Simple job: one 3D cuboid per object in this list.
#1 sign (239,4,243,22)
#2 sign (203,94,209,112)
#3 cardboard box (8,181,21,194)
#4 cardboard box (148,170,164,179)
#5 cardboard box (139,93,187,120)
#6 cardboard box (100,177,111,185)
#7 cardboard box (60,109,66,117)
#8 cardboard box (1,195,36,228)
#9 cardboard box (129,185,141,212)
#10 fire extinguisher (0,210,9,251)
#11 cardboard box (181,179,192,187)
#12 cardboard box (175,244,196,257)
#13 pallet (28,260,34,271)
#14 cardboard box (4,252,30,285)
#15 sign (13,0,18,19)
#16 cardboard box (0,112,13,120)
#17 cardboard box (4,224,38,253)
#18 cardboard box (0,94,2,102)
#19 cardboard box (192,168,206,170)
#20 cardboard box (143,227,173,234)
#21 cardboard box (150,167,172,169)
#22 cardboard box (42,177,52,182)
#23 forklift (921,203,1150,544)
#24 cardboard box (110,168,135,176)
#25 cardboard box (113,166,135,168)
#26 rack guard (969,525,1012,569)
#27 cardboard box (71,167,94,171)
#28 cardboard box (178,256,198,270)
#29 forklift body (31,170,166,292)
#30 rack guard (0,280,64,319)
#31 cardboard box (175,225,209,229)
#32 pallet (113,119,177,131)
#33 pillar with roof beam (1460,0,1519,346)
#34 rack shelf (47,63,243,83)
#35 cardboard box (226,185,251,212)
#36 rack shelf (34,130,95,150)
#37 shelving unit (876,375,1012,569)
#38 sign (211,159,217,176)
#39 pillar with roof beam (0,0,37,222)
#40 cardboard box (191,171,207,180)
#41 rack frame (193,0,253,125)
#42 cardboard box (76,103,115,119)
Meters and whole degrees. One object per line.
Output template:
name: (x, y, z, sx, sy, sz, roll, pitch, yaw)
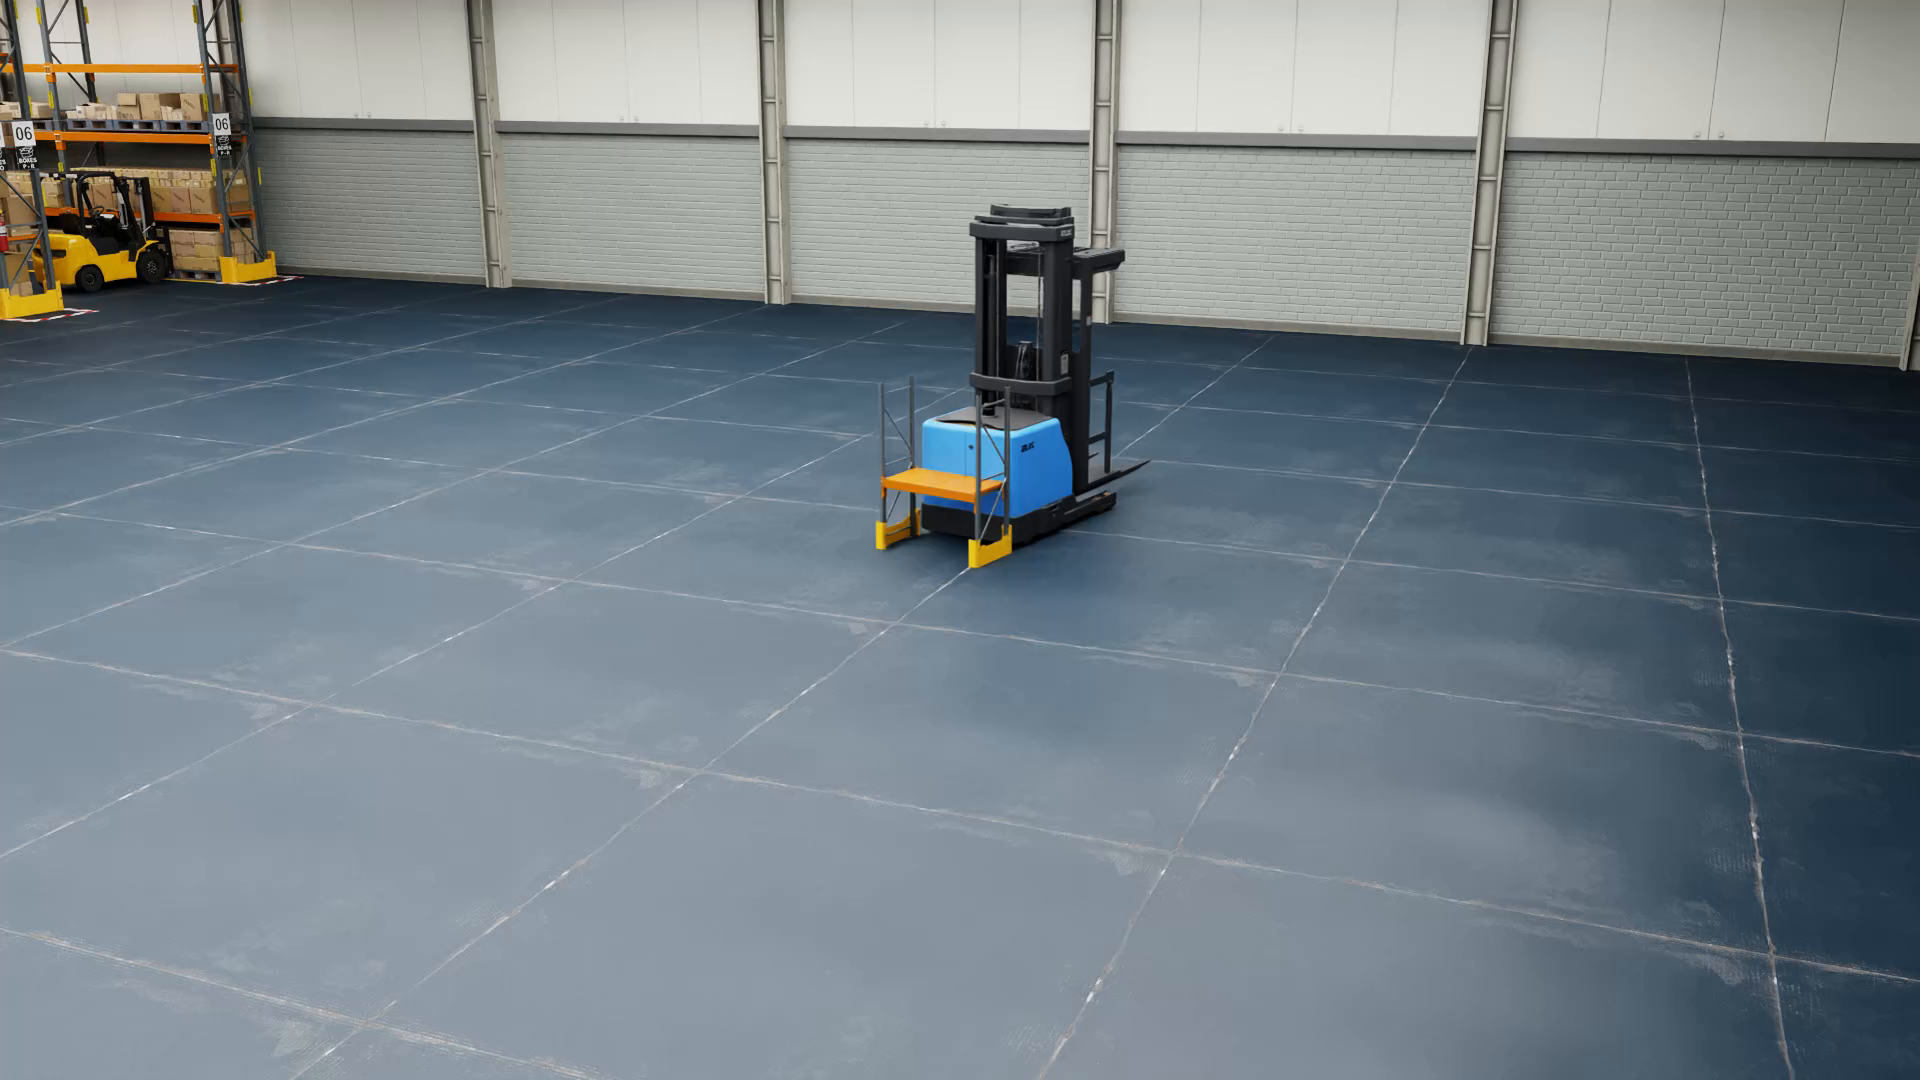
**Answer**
sign: (-13.890, -10.159, 32.068, 0.005, 0.325, 0.100, 6, 17, 21)
sign: (-14.312, -8.299, 31.553, 0.005, 0.325, 0.100, 6, 17, 21)
cardboard box: (-19.326, -7.276, 34.229, 0.500, 0.250, 0.500, 7, 17, 22)
cardboard box: (-15.734, -7.199, 32.716, 0.250, 0.149, 0.380, 7, 17, 22)
cardboard box: (-15.517, -8.461, 32.447, 0.500, 0.500, 0.700, 6, 17, 21)
cardboard box: (-16.924, -7.188, 33.211, 0.250, 0.149, 0.380, 7, 17, 22)
cardboard box: (-18.538, -8.727, 33.992, 0.250, 0.149, 0.380, 6, 17, 21)
cardboard box: (-16.256, -5.634, 28.487, 0.500, 0.500, 0.500, 6, 17, 20)
cardboard box: (-16.082, -6.797, 33.027, 0.500, 0.500, 0.500, 6, 17, 21)
fire extinguisher: (-15.980, -5.154, 27.686, 0.183, 0.674, 0.296, 6, 17, 21)
cardboard box: (-14.993, -6.994, 32.541, 0.250, 0.149, 0.380, 7, 17, 22)
cardboard box: (-15.130, -5.754, 32.897, 0.500, 0.250, 0.500, 6, 17, 20)
pallet: (-18.520, -5.746, 34.586, 1.213, 0.211, 1.003, 6, 17, 21)
cardboard box: (-16.589, -4.720, 28.887, 0.500, 0.500, 0.500, 6, 17, 19)
sign: (-15.718, -8.831, 27.635, 0.005, 0.325, 0.100, 6, 17, 21)
cardboard box: (-16.173, -7.115, 27.941, 0.250, 0.149, 0.380, 6, 17, 20)
cardboard box: (-19.729, -6.289, 34.963, 0.625, 0.625, 0.875, 6, 17, 18)
cardboard box: (-20.010, -8.926, 34.046, 0.500, 0.500, 0.500, 7, 17, 22)
cardboard box: (-15.040, -7.291, 33.030, 0.250, 0.149, 0.380, 6, 17, 21)
cardboard box: (-16.061, -6.091, 33.161, 0.500, 0.250, 0.500, 6, 17, 20)
cardboard box: (-16.009, -7.394, 33.387, 0.250, 0.149, 0.380, 7, 18, 22)
cardboard box: (-18.467, -7.378, 33.865, 0.250, 0.149, 0.380, 6, 17, 20)
forklift: (0.868, -1.725, 15.859, 1.130, 2.935, 3.031, 10, 19, 32)
cardboard box: (-16.663, -7.313, 33.107, 0.250, 0.149, 0.380, 6, 17, 20)
cardboard box: (-16.943, -7.508, 33.778, 0.250, 0.149, 0.380, 6, 17, 20)
rack guard: (0.267, 0.055, 14.536, 0.087, 0.250, 0.587, 11, 19, 33)
cardboard box: (-17.633, -7.412, 33.450, 0.250, 0.149, 0.380, 7, 17, 22)
cardboard box: (-15.112, -5.511, 32.955, 0.500, 0.250, 0.500, 6, 17, 21)
forklift body: (-16.533, -5.924, 31.720, 1.214, 2.155, 2.313, 6, 17, 21)
rack guard: (-15.988, -4.130, 28.503, 0.348, 0.500, 1.175, 6, 17, 21)
cardboard box: (-15.405, -6.174, 33.446, 0.500, 0.250, 0.500, 6, 17, 20)
pallet: (-15.887, -8.212, 32.858, 1.213, 0.211, 1.003, 6, 17, 21)
pillar with roof beam: (6.330, -6.225, 20.475, 0.400, 9.000, 9.100, 6, 17, 21)
rack shelf: (-15.960, -9.158, 32.588, 4.000, 0.370, 1.077, 6, 17, 21)
cardboard box: (-14.459, -6.781, 32.972, 0.500, 0.500, 0.500, 7, 18, 22)
rack shelf: (-19.681, -8.319, 34.360, 4.000, 0.370, 1.077, 6, 17, 21)
shelving unit: (-0.146, -0.623, 14.629, 1.083, 1.500, 0.587, 11, 19, 33)
sign: (-14.312, -7.141, 31.889, 0.005, 0.325, 0.100, 6, 17, 21)
pillar with roof beam: (-21.578, -9.294, 31.046, 0.400, 9.000, 9.100, 6, 17, 21)
cardboard box: (-14.751, -7.112, 32.415, 0.250, 0.149, 0.380, 6, 17, 21)
rack frame: (-14.100, -9.491, 31.727, 0.127, 3.000, 1.000, 6, 17, 21)
cardboard box: (-17.136, -8.519, 32.984, 0.500, 0.311, 0.500, 7, 17, 22)
